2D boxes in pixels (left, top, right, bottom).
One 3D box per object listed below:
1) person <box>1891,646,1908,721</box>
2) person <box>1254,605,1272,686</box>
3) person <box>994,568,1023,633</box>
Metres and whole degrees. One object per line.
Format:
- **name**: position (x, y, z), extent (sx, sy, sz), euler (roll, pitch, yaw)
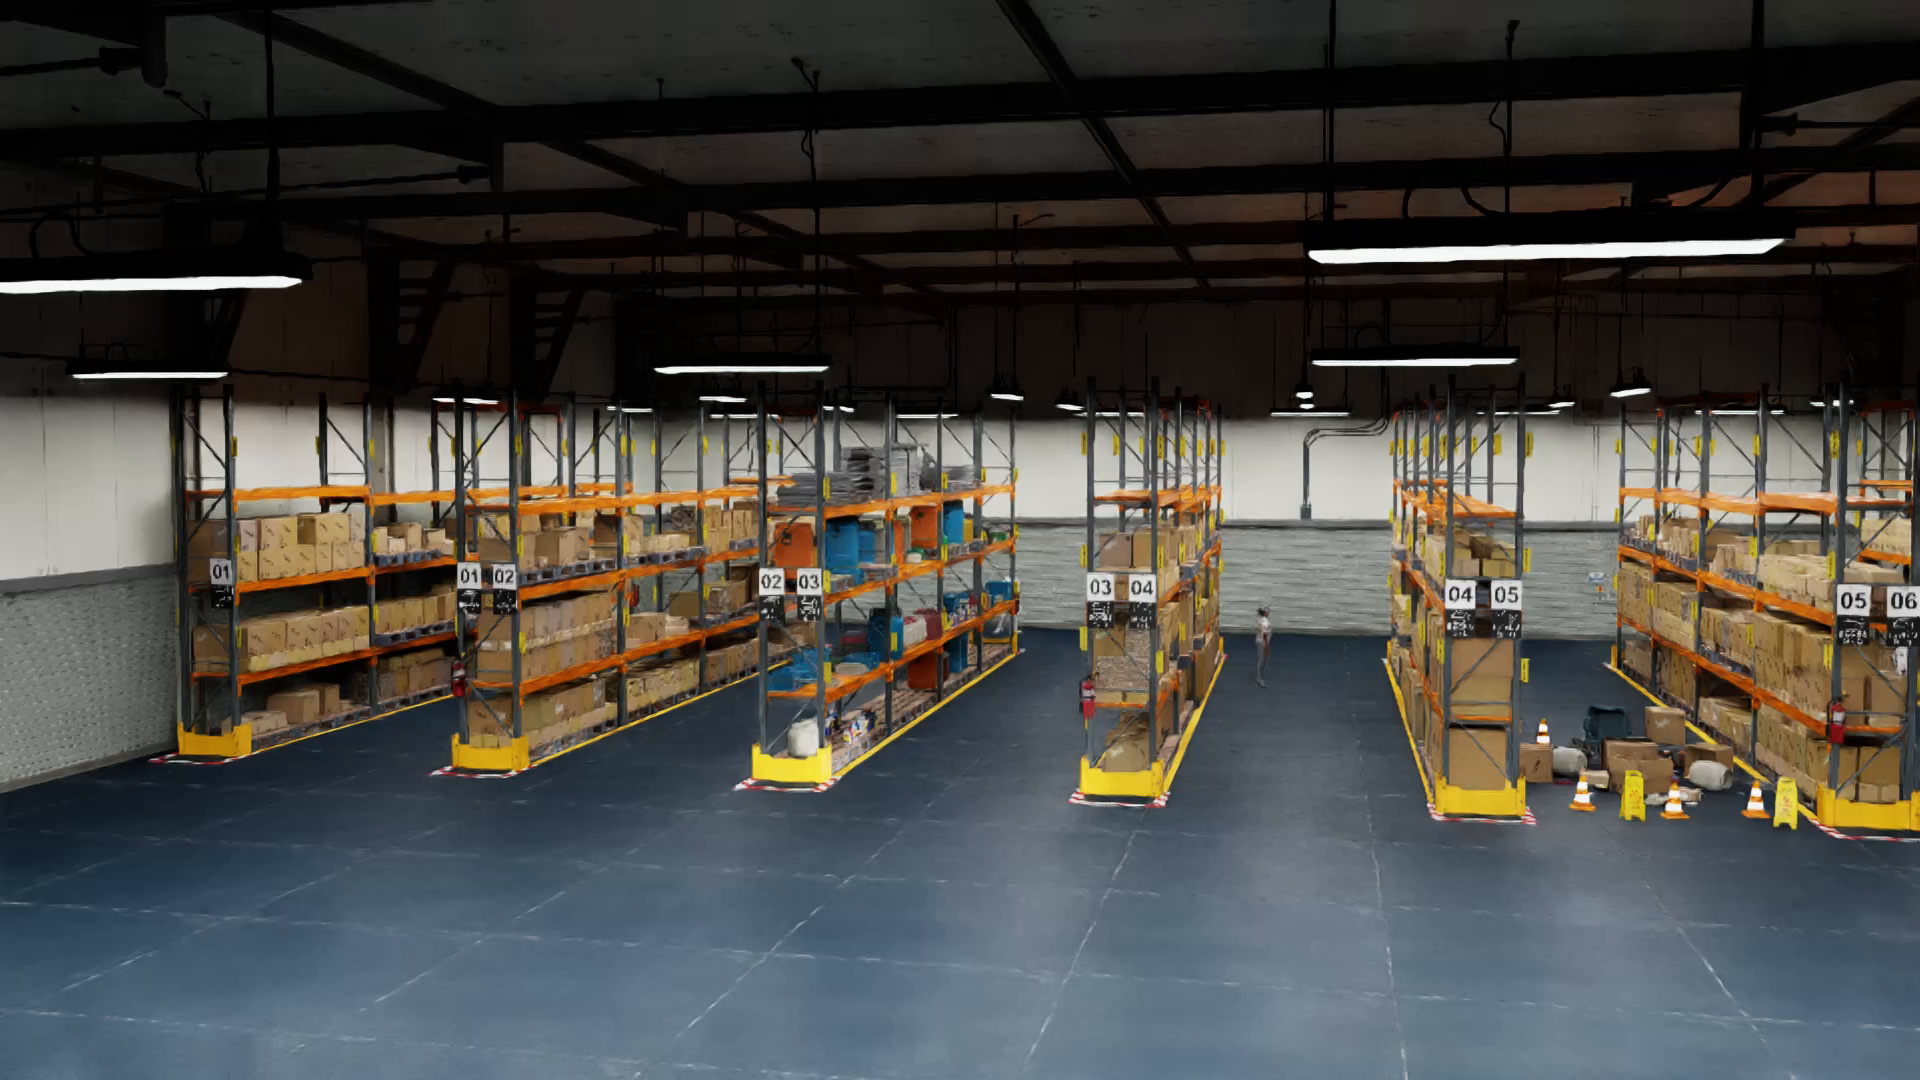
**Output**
- **person**: position (17.226, 2.449, 30.456), extent (0.527, 1.669, 0.565), euler (2, 4, 32)
- **person**: position (6.360, 2.197, 34.895), extent (0.373, 1.678, 0.588), euler (0, 3, -5)
- **person**: position (1.279, 1.618, 44.703), extent (0.764, 1.776, 0.510), euler (-2, 4, -30)
